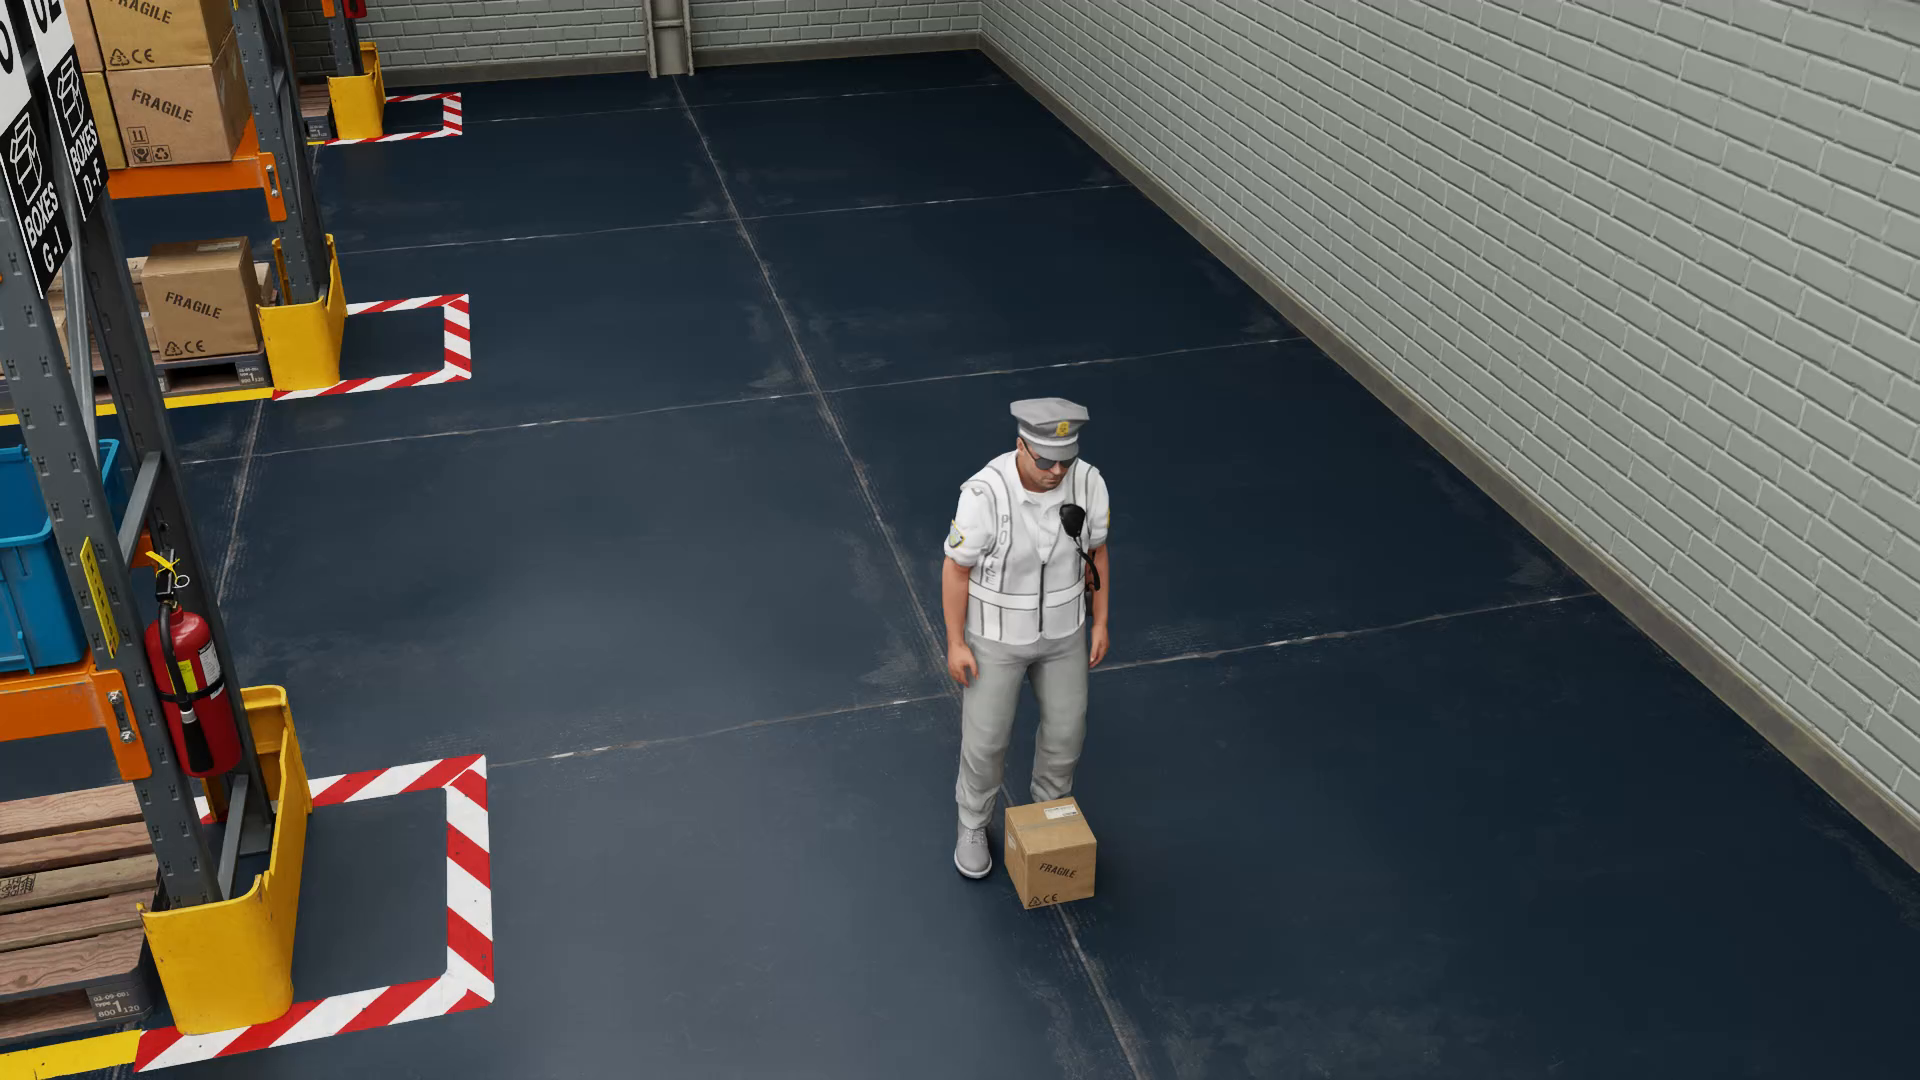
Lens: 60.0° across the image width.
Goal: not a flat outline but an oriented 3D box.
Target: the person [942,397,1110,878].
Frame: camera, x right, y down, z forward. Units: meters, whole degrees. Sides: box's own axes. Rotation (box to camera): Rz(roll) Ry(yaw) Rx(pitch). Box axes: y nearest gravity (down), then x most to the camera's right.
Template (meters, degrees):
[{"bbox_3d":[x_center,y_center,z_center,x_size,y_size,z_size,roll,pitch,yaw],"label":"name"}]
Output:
[{"bbox_3d":[0.225,0.301,5.603,0.585,1.747,0.440,-9,31,-15],"label":"person"}]
